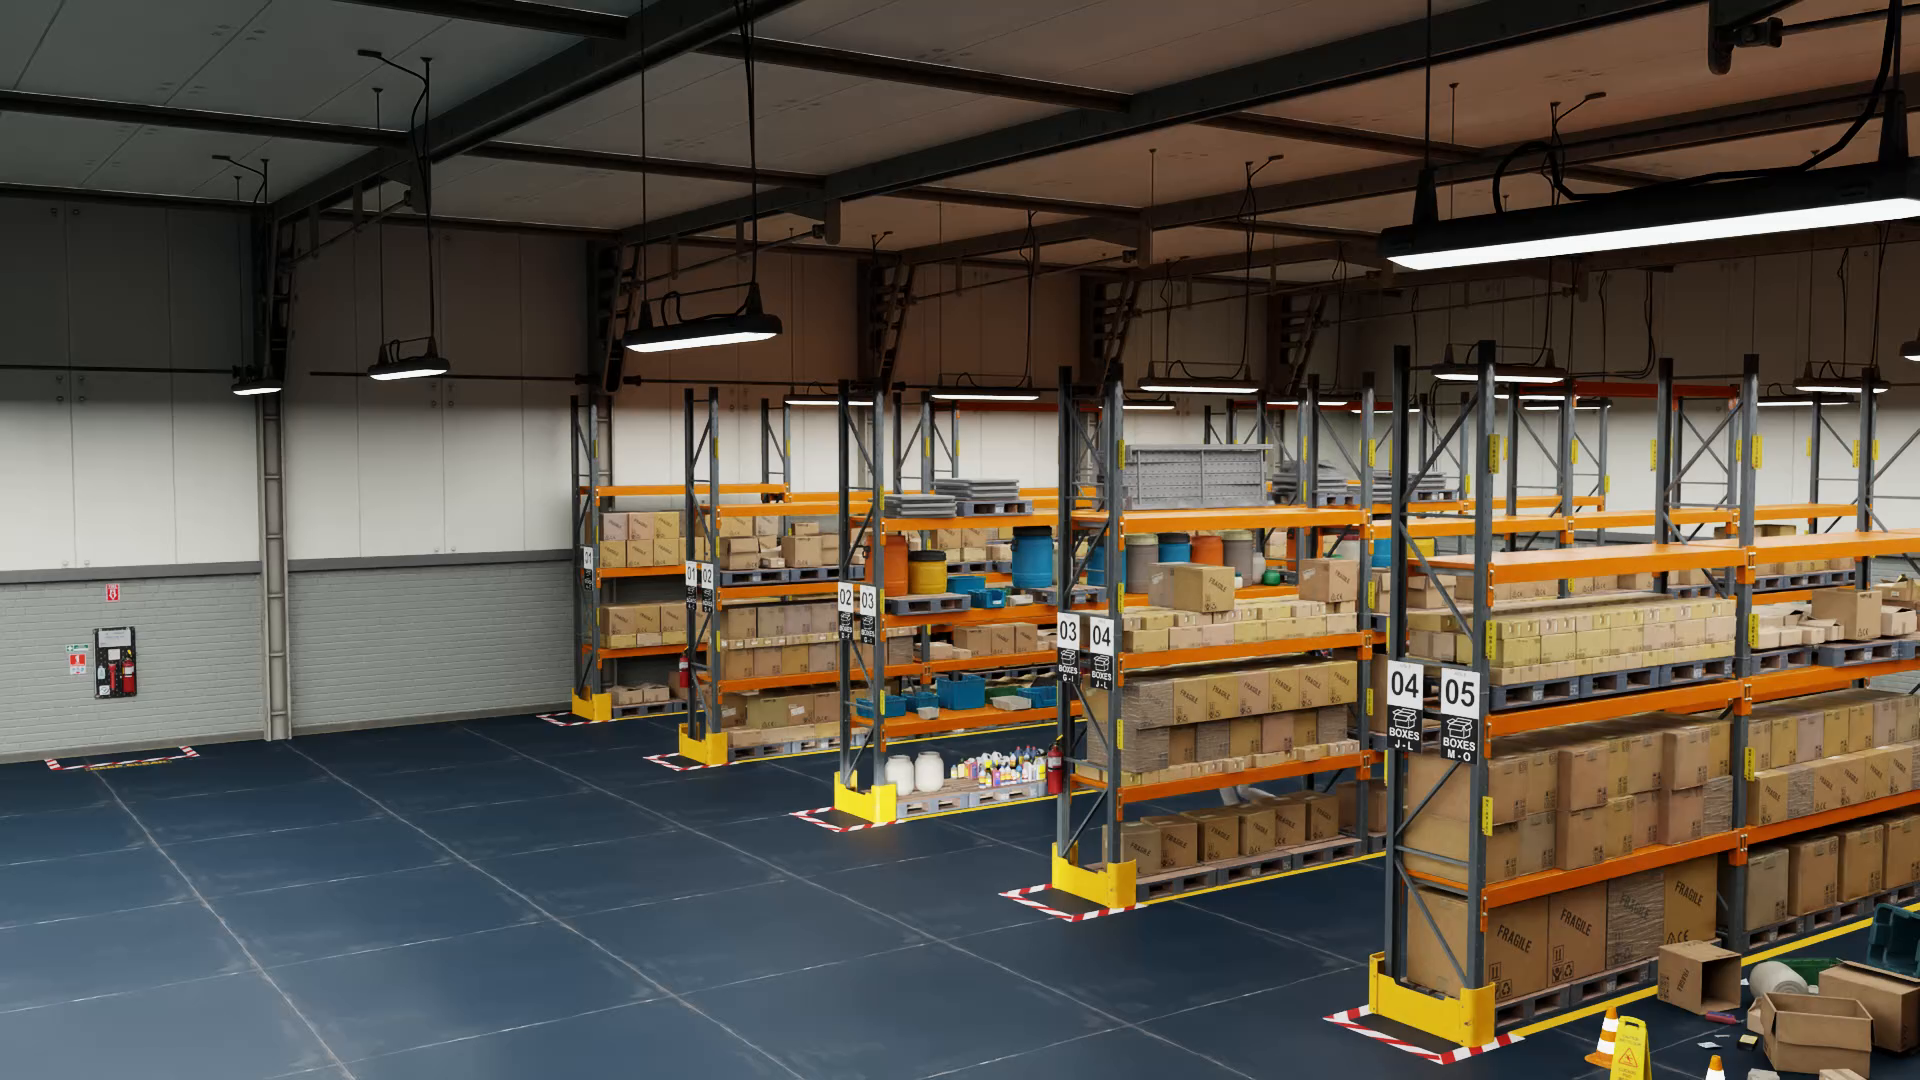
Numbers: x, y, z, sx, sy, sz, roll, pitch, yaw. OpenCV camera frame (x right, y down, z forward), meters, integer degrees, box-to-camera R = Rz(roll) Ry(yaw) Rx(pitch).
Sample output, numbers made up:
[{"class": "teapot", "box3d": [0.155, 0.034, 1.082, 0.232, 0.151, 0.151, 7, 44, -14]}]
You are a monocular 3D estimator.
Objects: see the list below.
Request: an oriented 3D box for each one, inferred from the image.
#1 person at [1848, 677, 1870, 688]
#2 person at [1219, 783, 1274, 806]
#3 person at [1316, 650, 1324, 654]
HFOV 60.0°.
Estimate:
[{"class": "person", "box3d": [15.680, 2.535, 28.901, 0.885, 1.766, 0.563, 1, 4, 18]}, {"class": "person", "box3d": [3.858, 2.968, 22.538, 0.848, 1.695, 0.620, -1, 4, -21]}, {"class": "person", "box3d": [6.361, 2.564, 29.963, 0.526, 1.695, 0.374, 2, 4, 31]}]
